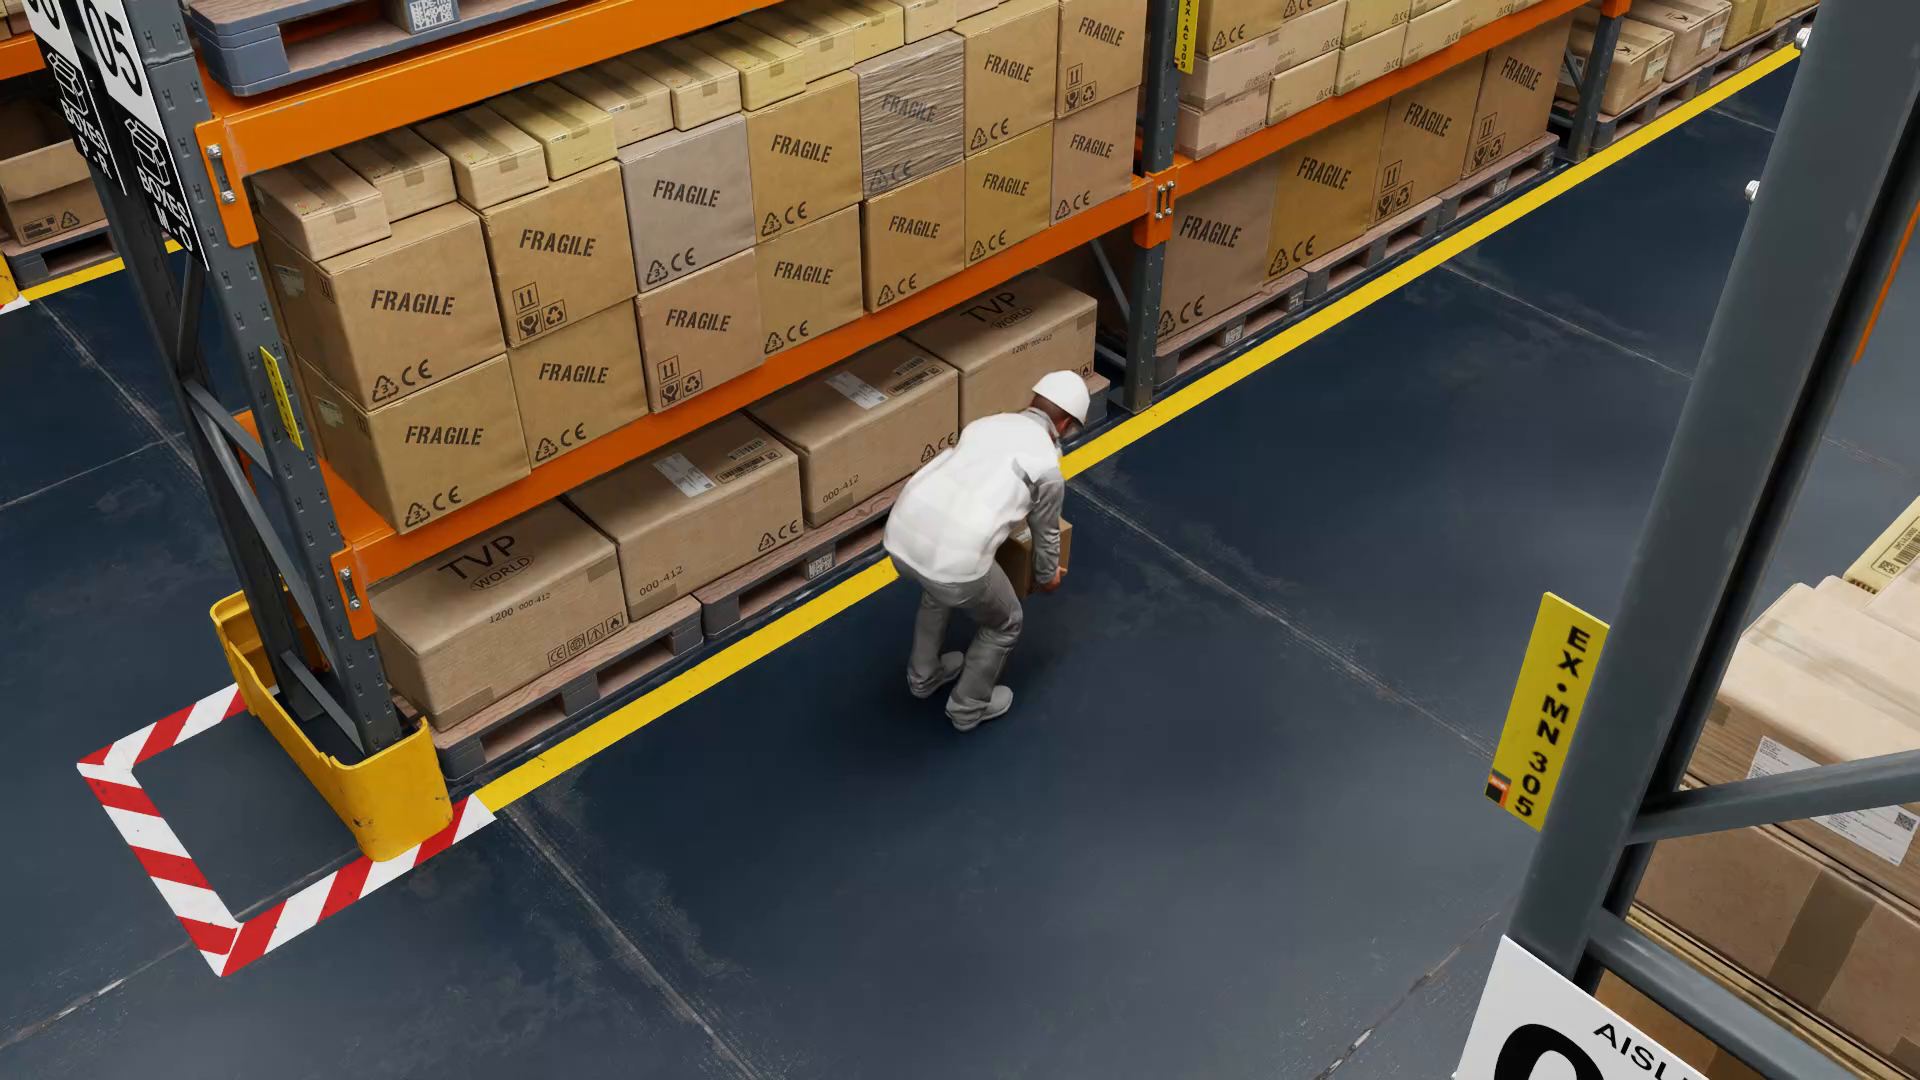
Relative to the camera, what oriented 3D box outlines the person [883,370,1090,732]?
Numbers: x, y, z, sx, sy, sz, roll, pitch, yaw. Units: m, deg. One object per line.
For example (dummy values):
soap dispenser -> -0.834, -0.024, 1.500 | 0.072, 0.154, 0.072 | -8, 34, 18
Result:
person -> 0.138, 0.042, 6.467 | 0.483, 1.286, 0.959 | 32, 49, 33
